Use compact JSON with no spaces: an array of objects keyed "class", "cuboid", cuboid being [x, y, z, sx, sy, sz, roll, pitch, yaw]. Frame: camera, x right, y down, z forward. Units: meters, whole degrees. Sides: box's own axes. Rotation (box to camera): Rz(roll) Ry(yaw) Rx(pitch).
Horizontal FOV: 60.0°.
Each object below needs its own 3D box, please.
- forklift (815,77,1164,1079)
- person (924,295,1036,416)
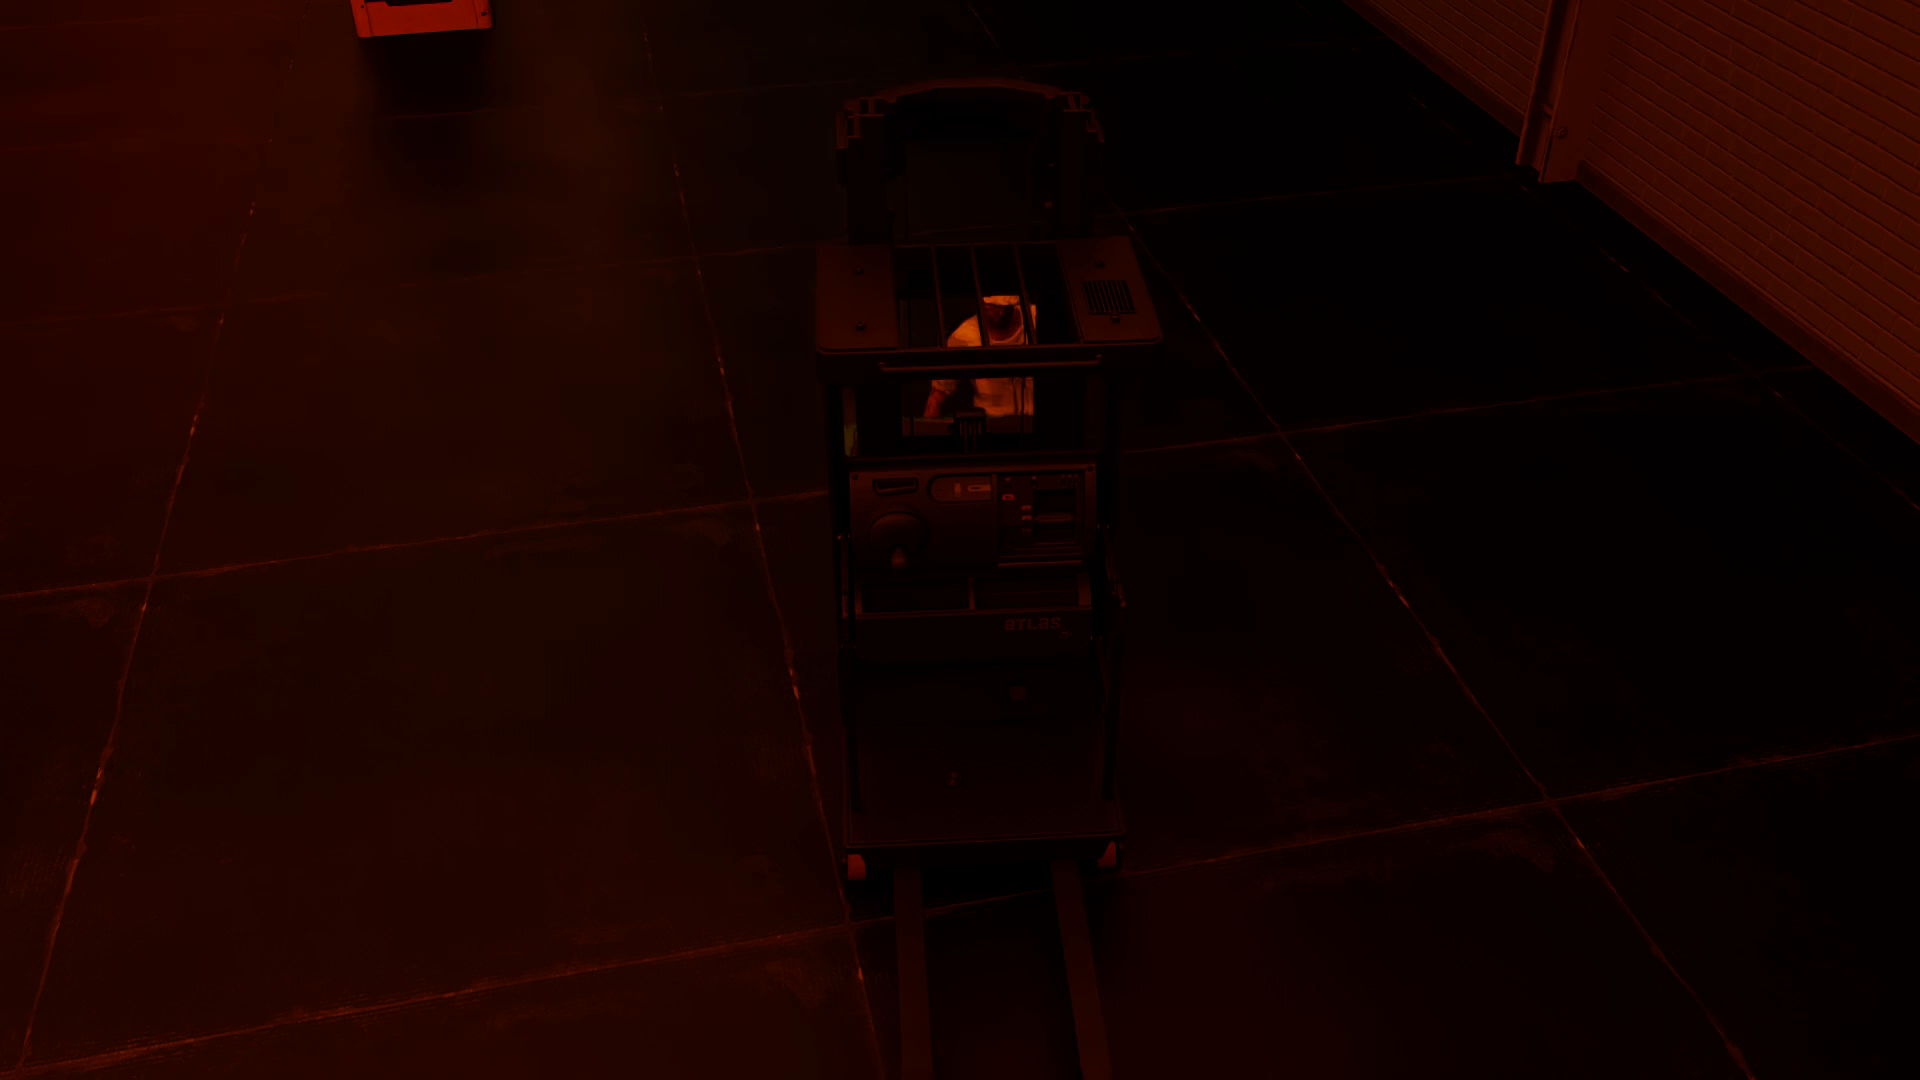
[{"class":"forklift","cuboid":[0.068,-0.027,6.087,1.130,2.935,3.031,-2,36,-3]},{"class":"person","cuboid":[0.180,-0.444,7.750,0.789,1.692,0.725,-1,36,-1]}]
